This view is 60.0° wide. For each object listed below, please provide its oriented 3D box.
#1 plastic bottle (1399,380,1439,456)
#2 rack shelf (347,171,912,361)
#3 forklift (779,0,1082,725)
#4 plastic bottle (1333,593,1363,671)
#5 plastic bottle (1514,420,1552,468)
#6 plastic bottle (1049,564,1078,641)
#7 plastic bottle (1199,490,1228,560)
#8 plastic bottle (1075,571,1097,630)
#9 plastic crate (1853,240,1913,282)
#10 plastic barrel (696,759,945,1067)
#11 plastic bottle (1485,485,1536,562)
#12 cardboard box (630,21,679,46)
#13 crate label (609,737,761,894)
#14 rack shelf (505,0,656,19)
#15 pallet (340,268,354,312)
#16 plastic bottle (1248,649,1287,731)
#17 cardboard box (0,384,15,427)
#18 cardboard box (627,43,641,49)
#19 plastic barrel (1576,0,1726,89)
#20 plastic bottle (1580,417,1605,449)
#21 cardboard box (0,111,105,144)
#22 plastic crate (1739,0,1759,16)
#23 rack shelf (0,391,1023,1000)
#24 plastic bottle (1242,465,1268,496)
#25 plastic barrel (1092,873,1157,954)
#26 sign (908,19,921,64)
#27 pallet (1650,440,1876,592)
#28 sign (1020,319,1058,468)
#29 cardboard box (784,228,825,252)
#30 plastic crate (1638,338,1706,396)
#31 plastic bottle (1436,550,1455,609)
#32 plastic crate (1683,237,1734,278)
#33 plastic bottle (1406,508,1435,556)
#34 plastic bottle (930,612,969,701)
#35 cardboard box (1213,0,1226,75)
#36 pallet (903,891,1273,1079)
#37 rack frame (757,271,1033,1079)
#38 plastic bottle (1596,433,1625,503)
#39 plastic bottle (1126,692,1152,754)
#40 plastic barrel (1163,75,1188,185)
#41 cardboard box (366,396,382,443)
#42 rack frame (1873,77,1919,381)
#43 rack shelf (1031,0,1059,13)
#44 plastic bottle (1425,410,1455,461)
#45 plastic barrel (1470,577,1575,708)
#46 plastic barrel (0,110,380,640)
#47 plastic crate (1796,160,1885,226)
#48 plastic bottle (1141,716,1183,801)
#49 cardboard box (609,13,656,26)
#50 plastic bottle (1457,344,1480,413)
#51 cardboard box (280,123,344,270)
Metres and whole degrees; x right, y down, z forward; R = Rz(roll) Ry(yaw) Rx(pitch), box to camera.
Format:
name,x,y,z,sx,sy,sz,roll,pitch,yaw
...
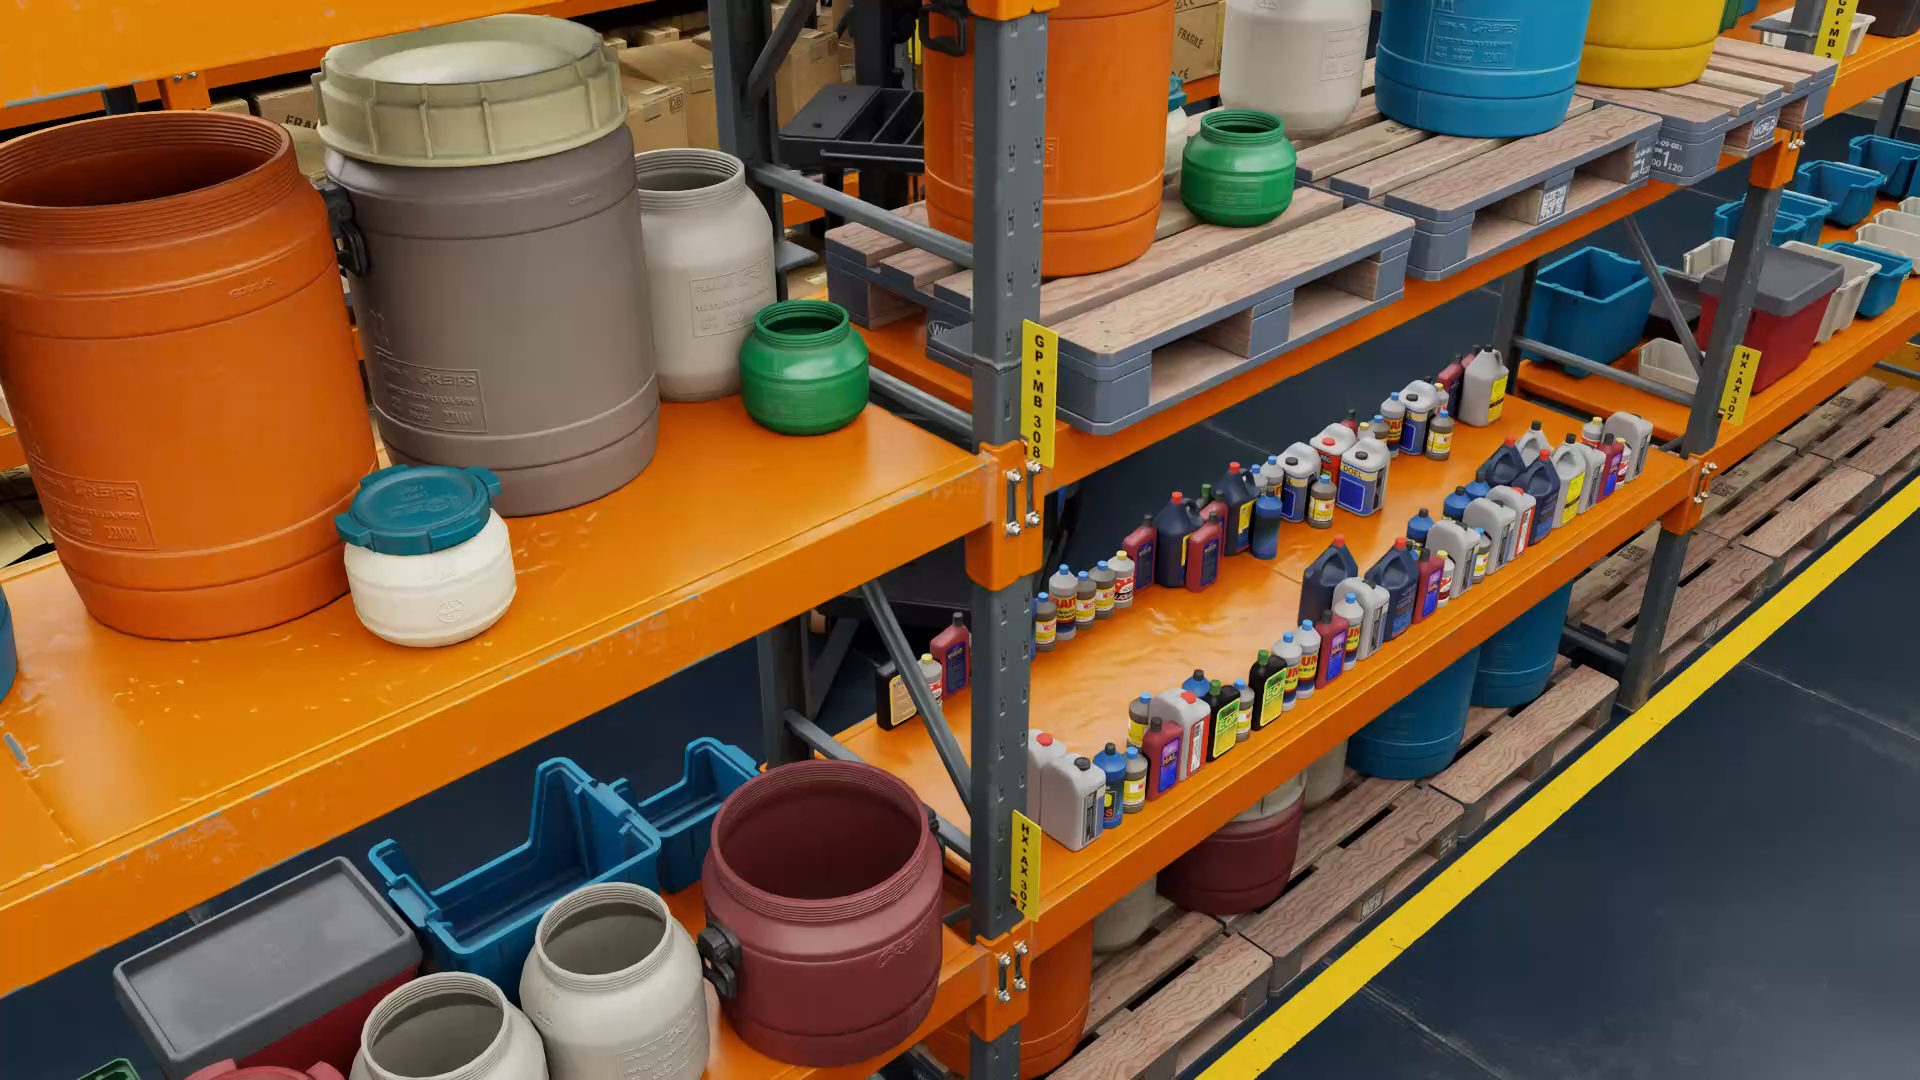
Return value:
name,x,y,z,sx,sy,sz,roll,pitch,yaw
plastic bottle,1.858,-0.506,6.821,0.135,0.276,0.152,-26,40,-35
rack shelf,-2.107,-1.587,9.159,4.000,0.370,1.077,-26,40,-35
forklift,-0.116,-0.899,7.411,1.130,2.935,3.031,6,32,10
plastic bottle,1.279,0.297,5.513,0.097,0.271,0.097,0,31,0
plastic bottle,2.175,-0.290,6.396,0.185,0.351,0.144,-26,40,-35
plastic bottle,0.350,0.206,5.661,0.097,0.271,0.097,0,31,0
plastic bottle,0.911,-0.040,6.052,0.133,0.283,0.061,-26,40,-35
plastic bottle,0.421,0.201,5.736,0.097,0.201,0.097,0,31,0
plastic crate,4.568,-1.363,8.299,0.250,0.136,0.298,-26,40,-35
plastic barrel,-0.343,0.934,4.216,0.708,0.536,0.600,-26,40,-35
plastic bottle,2.018,-0.082,6.128,0.135,0.276,0.152,-26,40,-35
cardboard box,-2.636,-4.349,14.359,0.250,0.149,0.380,-27,41,-37
crate label,-0.772,0.789,4.744,0.416,0.233,0.303,-26,40,-35
rack shelf,-2.545,-4.899,14.577,4.000,0.370,1.077,-26,40,-35
pallet,-3.124,-1.370,8.299,1.003,0.211,1.213,-26,40,-35
plastic bottle,0.966,0.456,5.241,0.133,0.283,0.061,-26,40,-35
cardboard box,-4.045,-0.652,7.183,0.250,0.149,0.380,-26,40,-35
cardboard box,-3.023,-4.013,14.430,0.500,0.500,0.700,-26,40,-36
plastic barrel,2.193,-1.845,5.433,0.600,0.588,0.600,0,31,0
plastic bottle,2.557,-0.400,6.719,0.097,0.201,0.097,0,31,0
cardboard box,-6.316,-2.551,11.704,0.750,0.750,0.750,-26,40,-36
plastic crate,3.175,-2.360,7.020,0.300,0.233,0.416,-26,40,-35
rack shelf,-1.675,0.448,2.956,4.000,0.370,1.077,-26,40,-35
plastic bottle,1.102,-0.158,6.256,0.097,0.271,0.097,0,31,0
plastic barrel,0.492,1.179,5.928,0.421,0.512,0.421,0,31,0
sign,-0.261,-2.886,9.485,0.005,0.325,0.100,-26,40,-35
pallet,4.132,-0.228,8.920,1.213,0.211,1.003,-26,40,-35
sign,0.171,-0.315,3.615,0.005,0.325,0.100,-26,40,-35
cardboard box,-1.161,-1.646,10.541,0.500,0.500,0.500,27,41,37
plastic crate,3.163,-0.731,7.265,0.243,0.136,0.396,-26,40,-35
plastic bottle,1.682,0.131,5.850,0.097,0.201,0.097,0,31,0
plastic crate,3.797,-1.353,8.282,0.466,0.136,0.293,-26,40,-35
plastic bottle,1.650,0.009,5.984,0.097,0.271,0.097,0,31,0
plastic bottle,-0.033,0.373,5.376,0.133,0.283,0.061,-26,40,-35
cardboard box,1.771,-3.616,11.693,0.500,0.500,0.500,-25,40,-35
pallet,0.341,1.606,5.921,1.213,0.211,1.003,-26,40,-35
rack frame,-0.209,0.712,4.711,0.127,3.000,1.000,-26,40,-35
plastic bottle,2.517,-0.294,6.468,0.133,0.283,0.061,-26,40,-35
plastic bottle,0.569,0.561,5.147,0.097,0.201,0.097,0,31,0
plastic barrel,0.478,-1.124,4.568,0.301,0.262,0.301,0,31,0
cardboard box,-3.046,-0.358,8.434,0.500,0.500,0.500,-24,39,-34
rack frame,5.658,-2.126,9.351,0.127,3.000,1.000,-26,40,-35
rack shelf,1.258,-2.079,4.598,4.000,0.370,1.077,-26,40,-35
plastic bottle,1.956,-0.433,6.773,0.097,0.201,0.097,0,31,0
plastic barrel,2.314,0.195,7.164,0.708,0.901,0.600,-26,40,-35
plastic barrel,-1.438,-0.311,3.096,0.708,0.830,0.600,-26,40,-35
plastic crate,4.770,-1.885,9.060,0.300,0.233,0.416,-26,40,-35
plastic bottle,0.601,0.633,4.952,0.133,0.283,0.061,-26,40,-35
cardboard box,-2.871,-4.508,14.618,0.250,0.149,0.380,-25,40,-35
plastic bottle,2.166,-0.690,7.116,0.133,0.283,0.061,-26,40,-35
cardboard box,-3.189,-1.673,8.112,0.700,0.500,0.500,15,35,23
